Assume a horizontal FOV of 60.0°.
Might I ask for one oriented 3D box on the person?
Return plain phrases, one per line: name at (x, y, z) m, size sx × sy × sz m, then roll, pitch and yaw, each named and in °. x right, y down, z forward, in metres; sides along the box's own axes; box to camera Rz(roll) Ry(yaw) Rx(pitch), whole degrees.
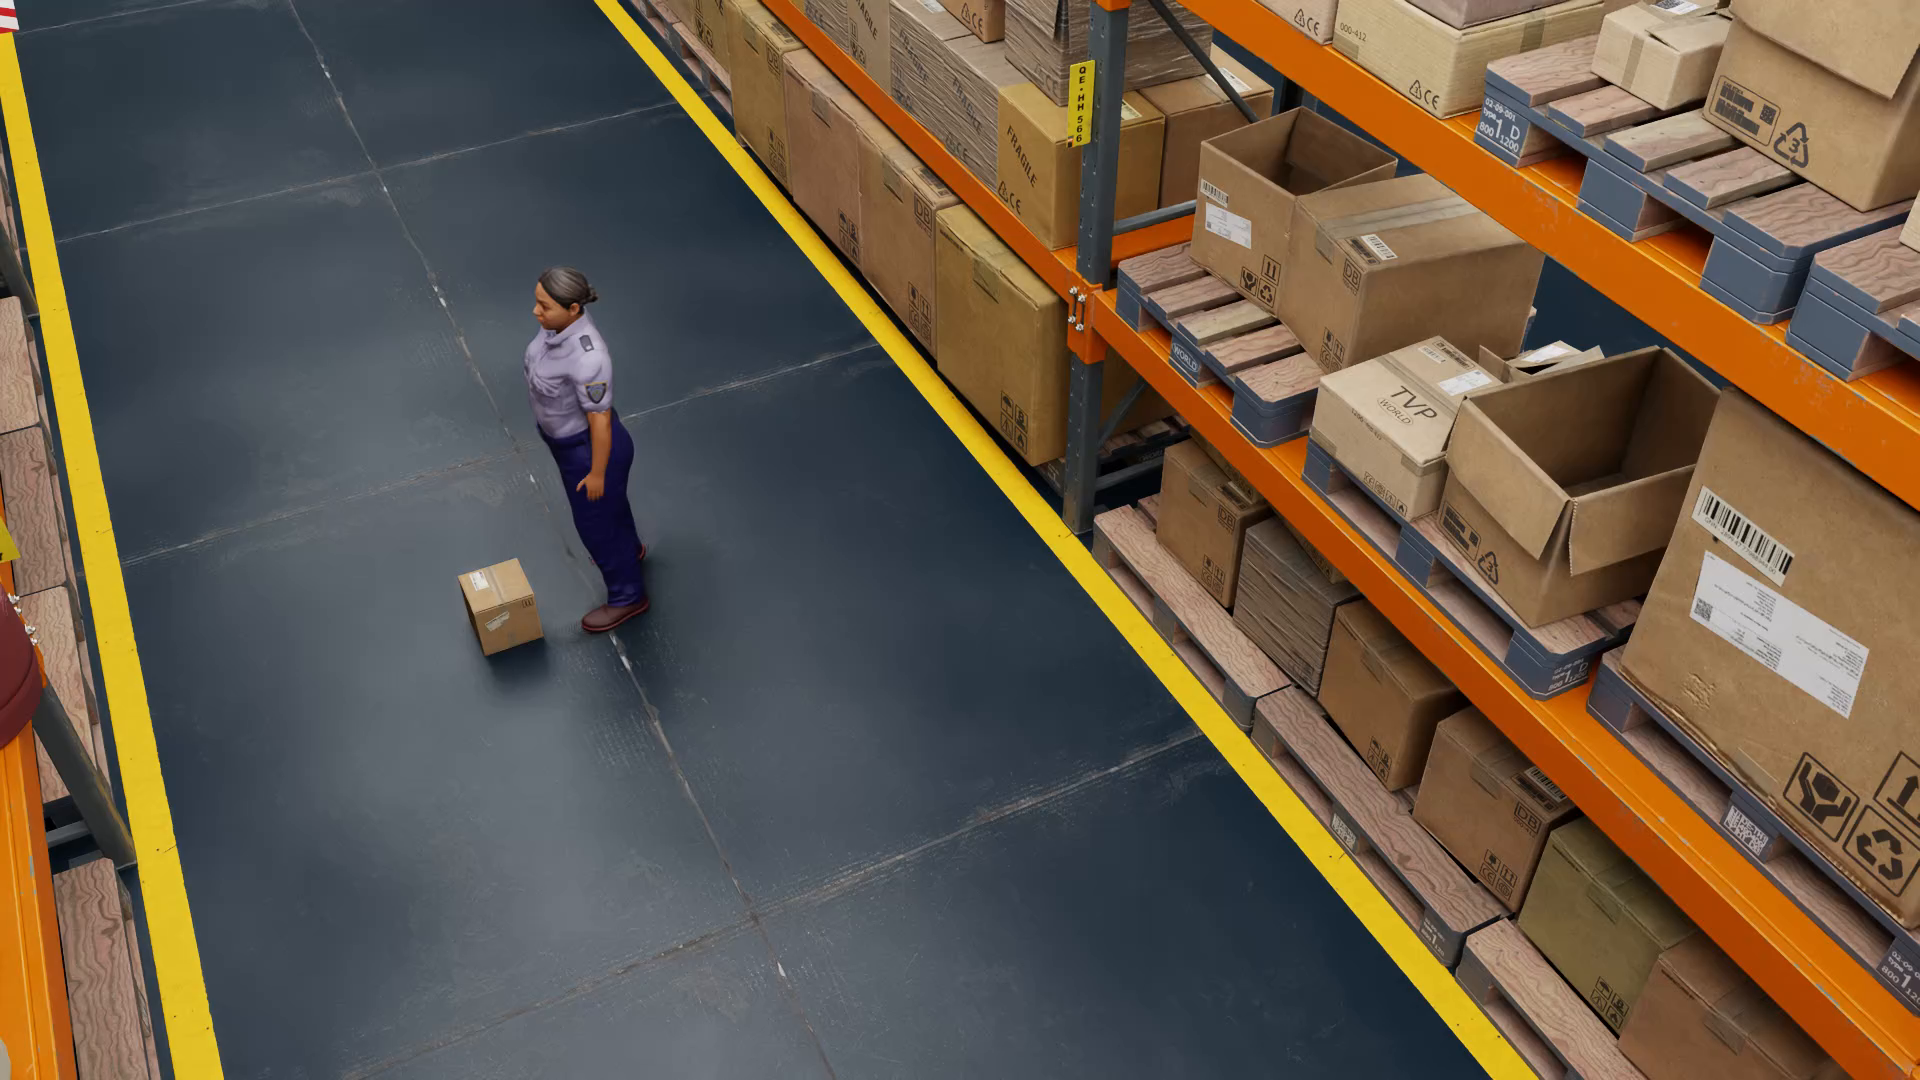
person at (-1.485, -0.372, 6.635) m, size 0.387 × 1.707 × 0.545 m, roll -18°, pitch 45°, yaw -19°
